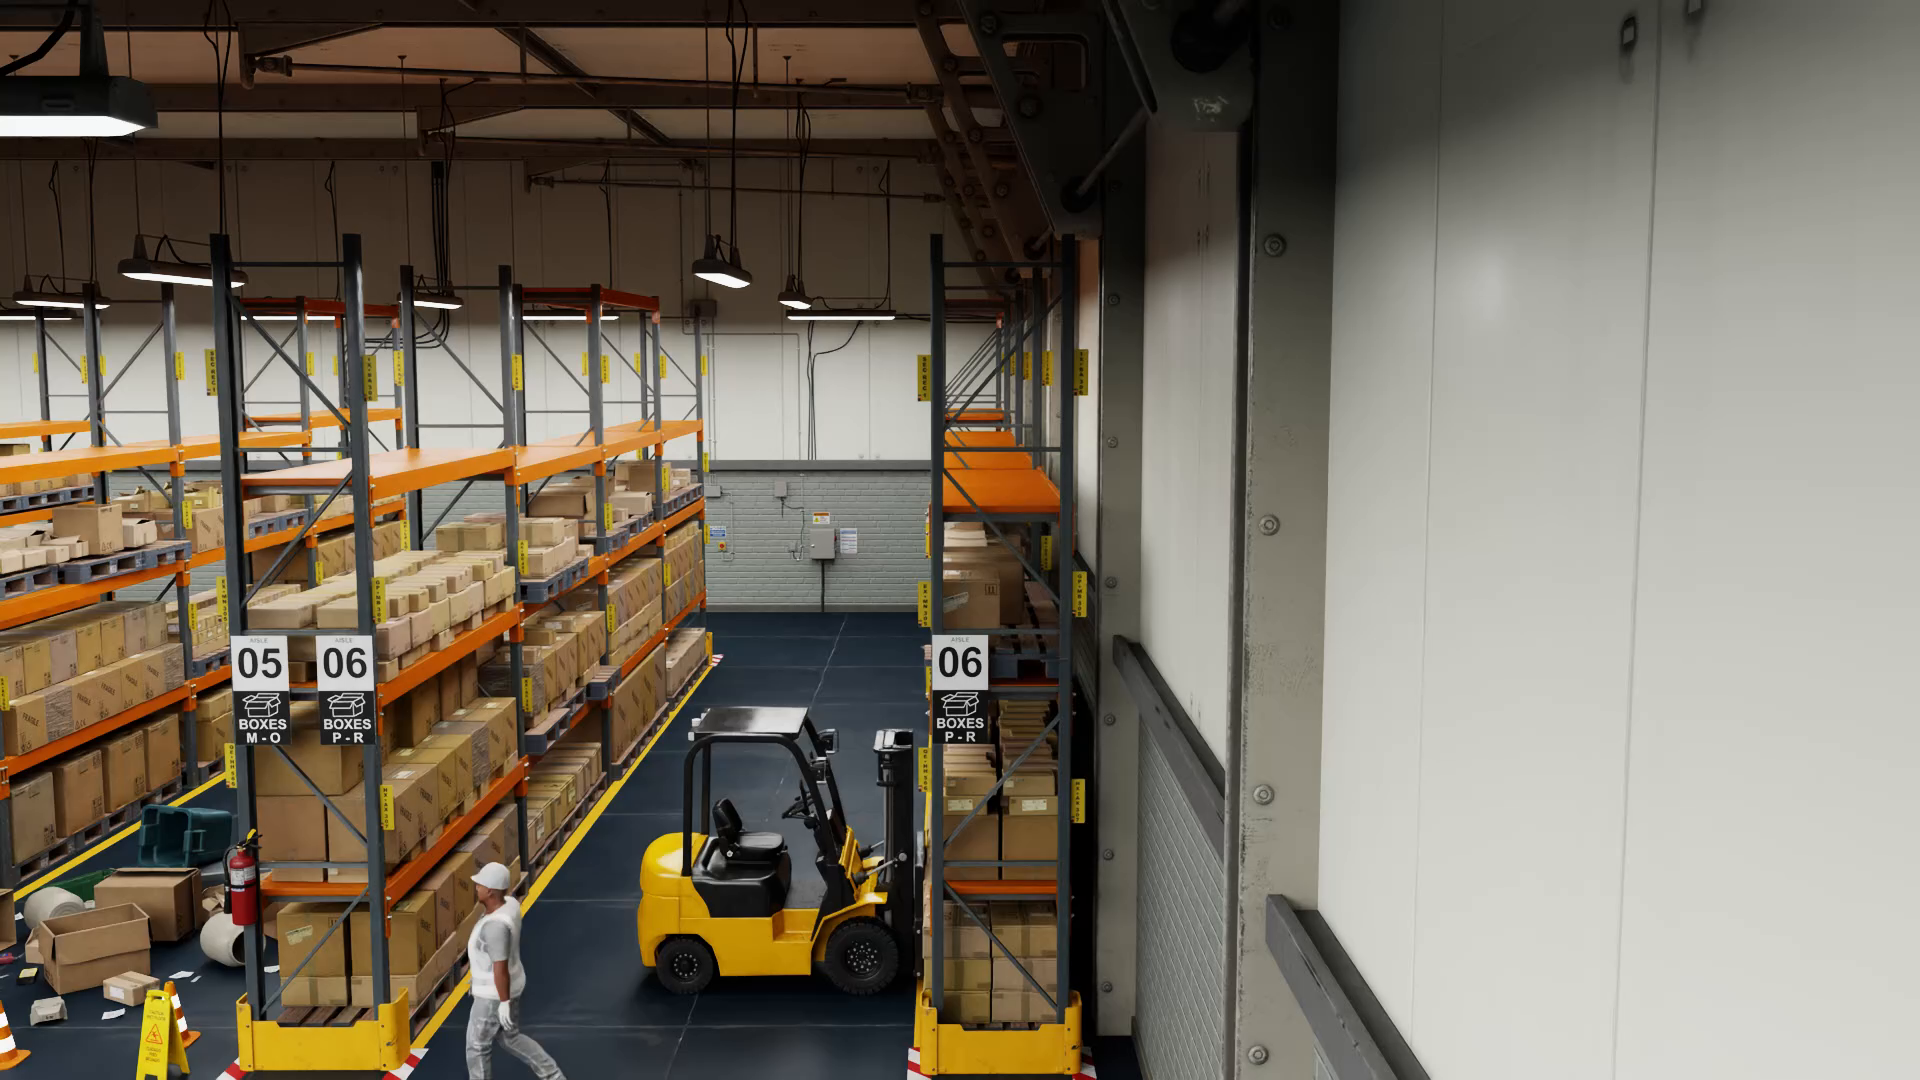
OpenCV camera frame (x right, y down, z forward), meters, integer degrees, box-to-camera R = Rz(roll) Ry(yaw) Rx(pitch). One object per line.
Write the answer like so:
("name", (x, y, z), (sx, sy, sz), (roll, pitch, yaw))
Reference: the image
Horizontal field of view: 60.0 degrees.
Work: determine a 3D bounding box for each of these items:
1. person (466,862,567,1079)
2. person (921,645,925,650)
("person", (-3.097, 3.046, 11.243), (0.804, 1.775, 0.542), (0, 6, -4))
("person", (-0.157, 1.119, 29.046), (1.102, 1.674, 0.521), (-2, 7, -14))
